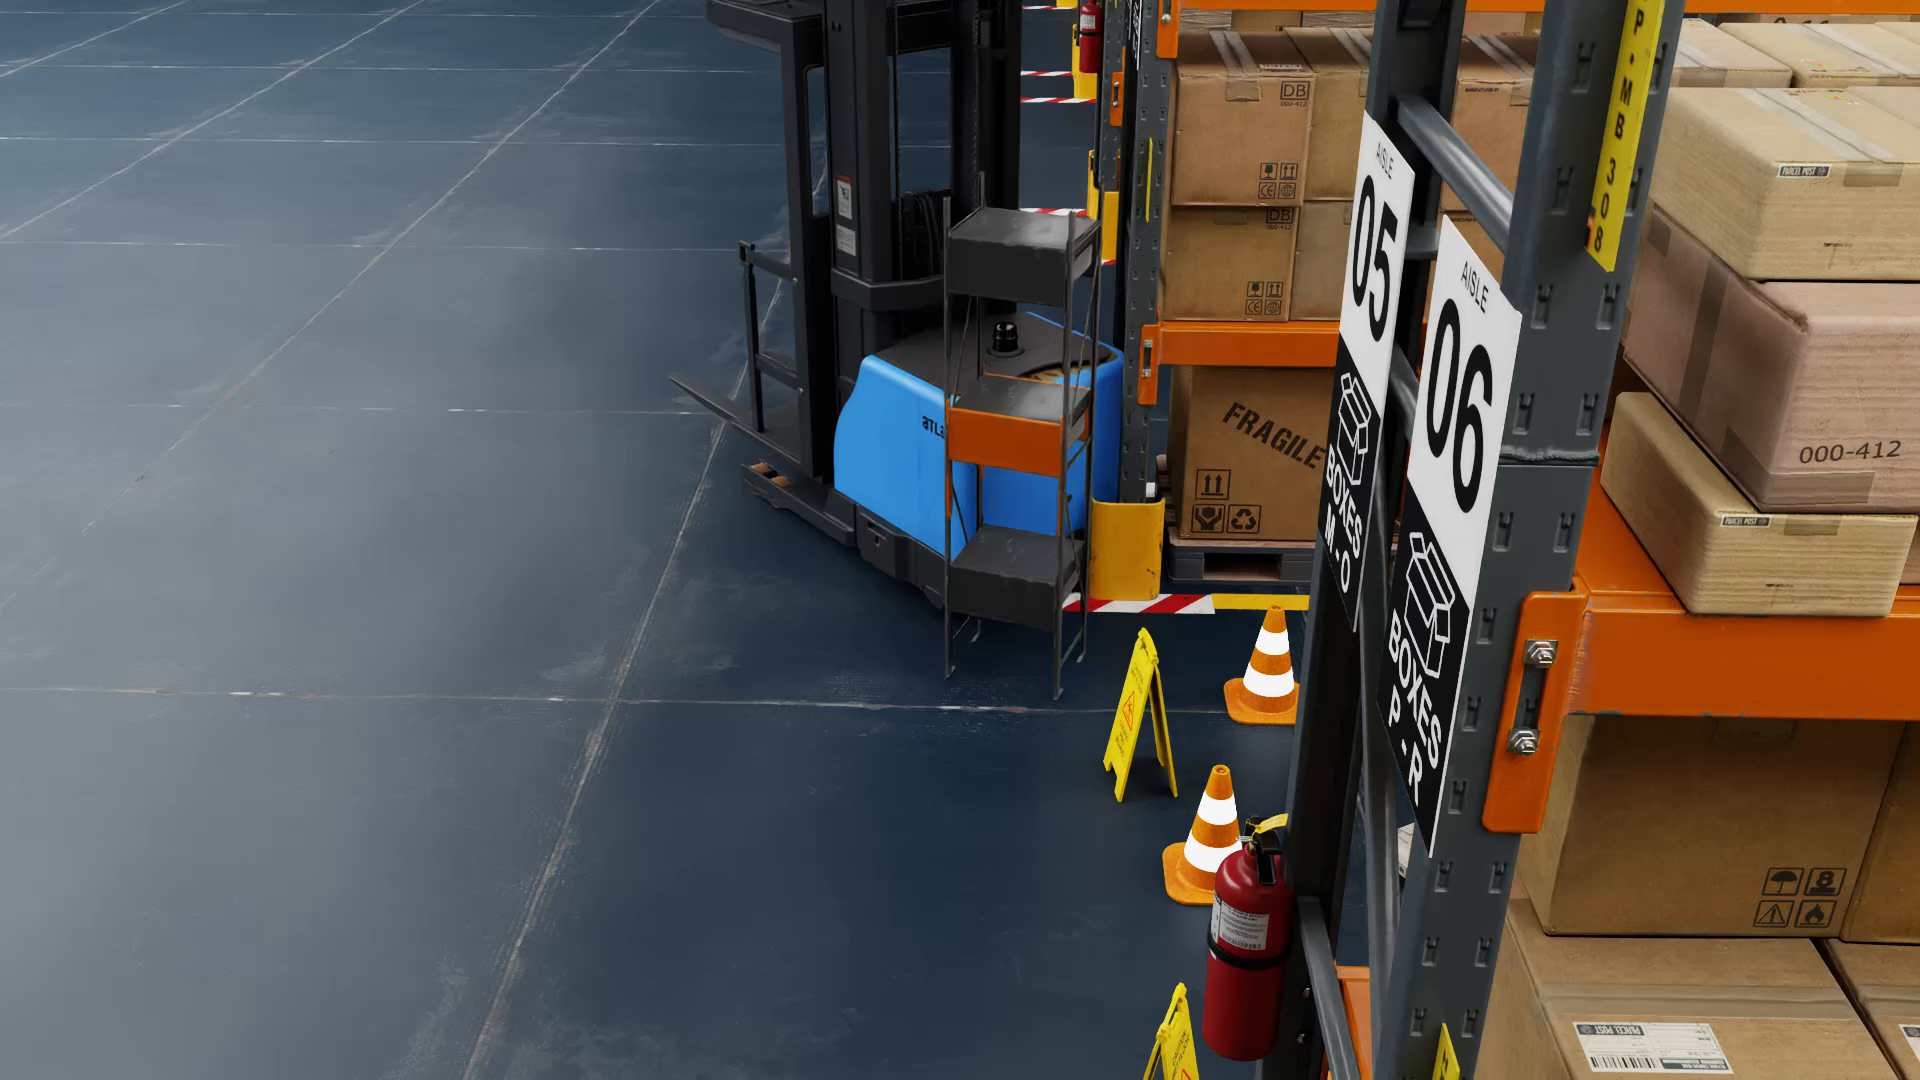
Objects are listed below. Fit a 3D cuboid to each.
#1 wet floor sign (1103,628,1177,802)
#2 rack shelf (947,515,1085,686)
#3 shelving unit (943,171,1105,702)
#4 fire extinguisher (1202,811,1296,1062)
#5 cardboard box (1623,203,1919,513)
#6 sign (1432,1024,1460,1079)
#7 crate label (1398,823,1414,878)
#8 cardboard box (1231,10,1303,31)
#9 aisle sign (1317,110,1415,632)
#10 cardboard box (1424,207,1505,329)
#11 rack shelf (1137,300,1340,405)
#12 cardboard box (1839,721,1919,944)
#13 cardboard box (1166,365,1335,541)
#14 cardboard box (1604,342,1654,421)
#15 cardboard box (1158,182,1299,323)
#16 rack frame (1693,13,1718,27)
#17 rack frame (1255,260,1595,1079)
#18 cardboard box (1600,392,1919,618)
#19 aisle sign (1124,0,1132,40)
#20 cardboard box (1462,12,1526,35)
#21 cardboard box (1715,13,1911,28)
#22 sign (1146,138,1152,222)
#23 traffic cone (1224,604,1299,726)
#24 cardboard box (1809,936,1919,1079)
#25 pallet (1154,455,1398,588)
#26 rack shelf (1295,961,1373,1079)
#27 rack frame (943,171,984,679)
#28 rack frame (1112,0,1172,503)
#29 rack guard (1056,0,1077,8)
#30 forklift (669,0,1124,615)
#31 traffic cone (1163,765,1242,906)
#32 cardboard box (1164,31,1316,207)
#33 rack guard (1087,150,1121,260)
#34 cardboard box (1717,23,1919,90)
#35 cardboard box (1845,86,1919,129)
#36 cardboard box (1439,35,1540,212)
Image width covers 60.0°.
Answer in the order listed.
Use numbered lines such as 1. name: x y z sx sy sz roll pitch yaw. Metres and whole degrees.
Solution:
1. wet floor sign: 0.702 0.649 6.336 0.232 0.644 0.267 -4 28 -7
2. rack shelf: 0.244 0.251 7.059 0.480 0.518 0.431 10 30 19
3. shelving unit: 0.244 -0.380 6.725 0.503 2.100 0.431 10 30 19
4. fire extinguisher: 0.629 0.818 3.587 0.183 0.674 0.296 1 28 2
5. cardboard box: 1.220 -0.256 2.170 0.500 0.250 0.500 0 28 1
6. sign: 0.708 0.873 2.477 0.005 0.325 0.100 1 28 2
7. crate label: 1.690 1.128 5.976 0.298 0.136 0.250 -14 31 -24
8. cardboard box: 2.129 -3.839 11.865 0.500 0.500 0.875 1 28 2
9. aisle sign: 0.675 -0.284 2.808 0.004 0.787 0.394 1 28 2
10. cardboard box: 2.279 -1.332 7.399 0.550 0.550 0.875 1 28 2
11. rack shelf: 2.799 -0.966 7.639 4.000 0.370 1.077 1 28 2
12. cardboard box: 1.751 0.302 2.986 0.500 0.500 0.700 1 28 2
13. cardboard box: 1.481 -0.584 7.969 0.875 0.875 0.875 1 28 2
14. cardboard box: 1.093 -0.338 2.751 0.250 0.149 0.380 1 28 2
15. cardboard box: 1.173 -1.399 7.526 0.550 0.550 0.875 1 28 2
16. rack frame: 5.074 -3.571 11.784 0.127 3.000 1.000 1 28 2
17. rack frame: 0.727 1.001 3.158 0.127 3.000 1.000 1 28 2
18. cardboard box: 1.047 -0.056 2.218 0.250 0.149 0.380 1 28 2
19. aisle sign: 0.740 -2.607 7.191 0.004 0.787 0.394 1 28 2
20. cardboard box: 3.625 -3.769 11.733 0.500 0.500 0.875 1 28 2
21. cardboard box: 5.863 -3.943 11.397 1.000 1.000 1.000 1 28 2
22. sign: 0.775 -1.475 6.821 0.005 0.325 0.100 1 28 2
23. traffic cone: 1.281 0.477 6.856 0.334 0.463 0.336 1 28 2
24. cardboard box: 1.708 0.970 2.792 0.500 0.500 0.500 2 28 3
25. pallet: 1.603 -0.109 8.230 1.213 0.211 1.003 1 28 2
26. rack shelf: 2.726 1.352 3.265 4.000 0.370 1.077 1 28 2
27. rack frame: 0.017 -0.421 6.802 0.015 2.100 0.400 10 30 19
28. rack frame: 0.801 -1.317 7.532 0.127 3.000 1.000 1 28 2
29. rack guard: 1.406 -7.170 21.242 0.348 0.500 1.175 1 28 2
30. forklift: -0.482 -1.584 8.108 1.130 2.935 3.031 -20 34 -33
31. traffic cone: 0.902 1.000 5.869 0.334 0.463 0.336 1 28 2
32. cardboard box: 1.170 -1.836 7.199 0.550 0.550 0.875 1 28 2
33. rack guard: 1.153 -2.532 12.492 0.348 0.500 1.175 1 28 2
34. cardboard box: 1.332 -0.676 2.536 0.250 0.149 0.380 1 28 3
35. cardboard box: 1.327 -0.467 2.143 0.250 0.149 0.380 1 28 2
36. cardboard box: 2.278 -1.798 7.125 0.550 0.550 0.875 1 28 2
